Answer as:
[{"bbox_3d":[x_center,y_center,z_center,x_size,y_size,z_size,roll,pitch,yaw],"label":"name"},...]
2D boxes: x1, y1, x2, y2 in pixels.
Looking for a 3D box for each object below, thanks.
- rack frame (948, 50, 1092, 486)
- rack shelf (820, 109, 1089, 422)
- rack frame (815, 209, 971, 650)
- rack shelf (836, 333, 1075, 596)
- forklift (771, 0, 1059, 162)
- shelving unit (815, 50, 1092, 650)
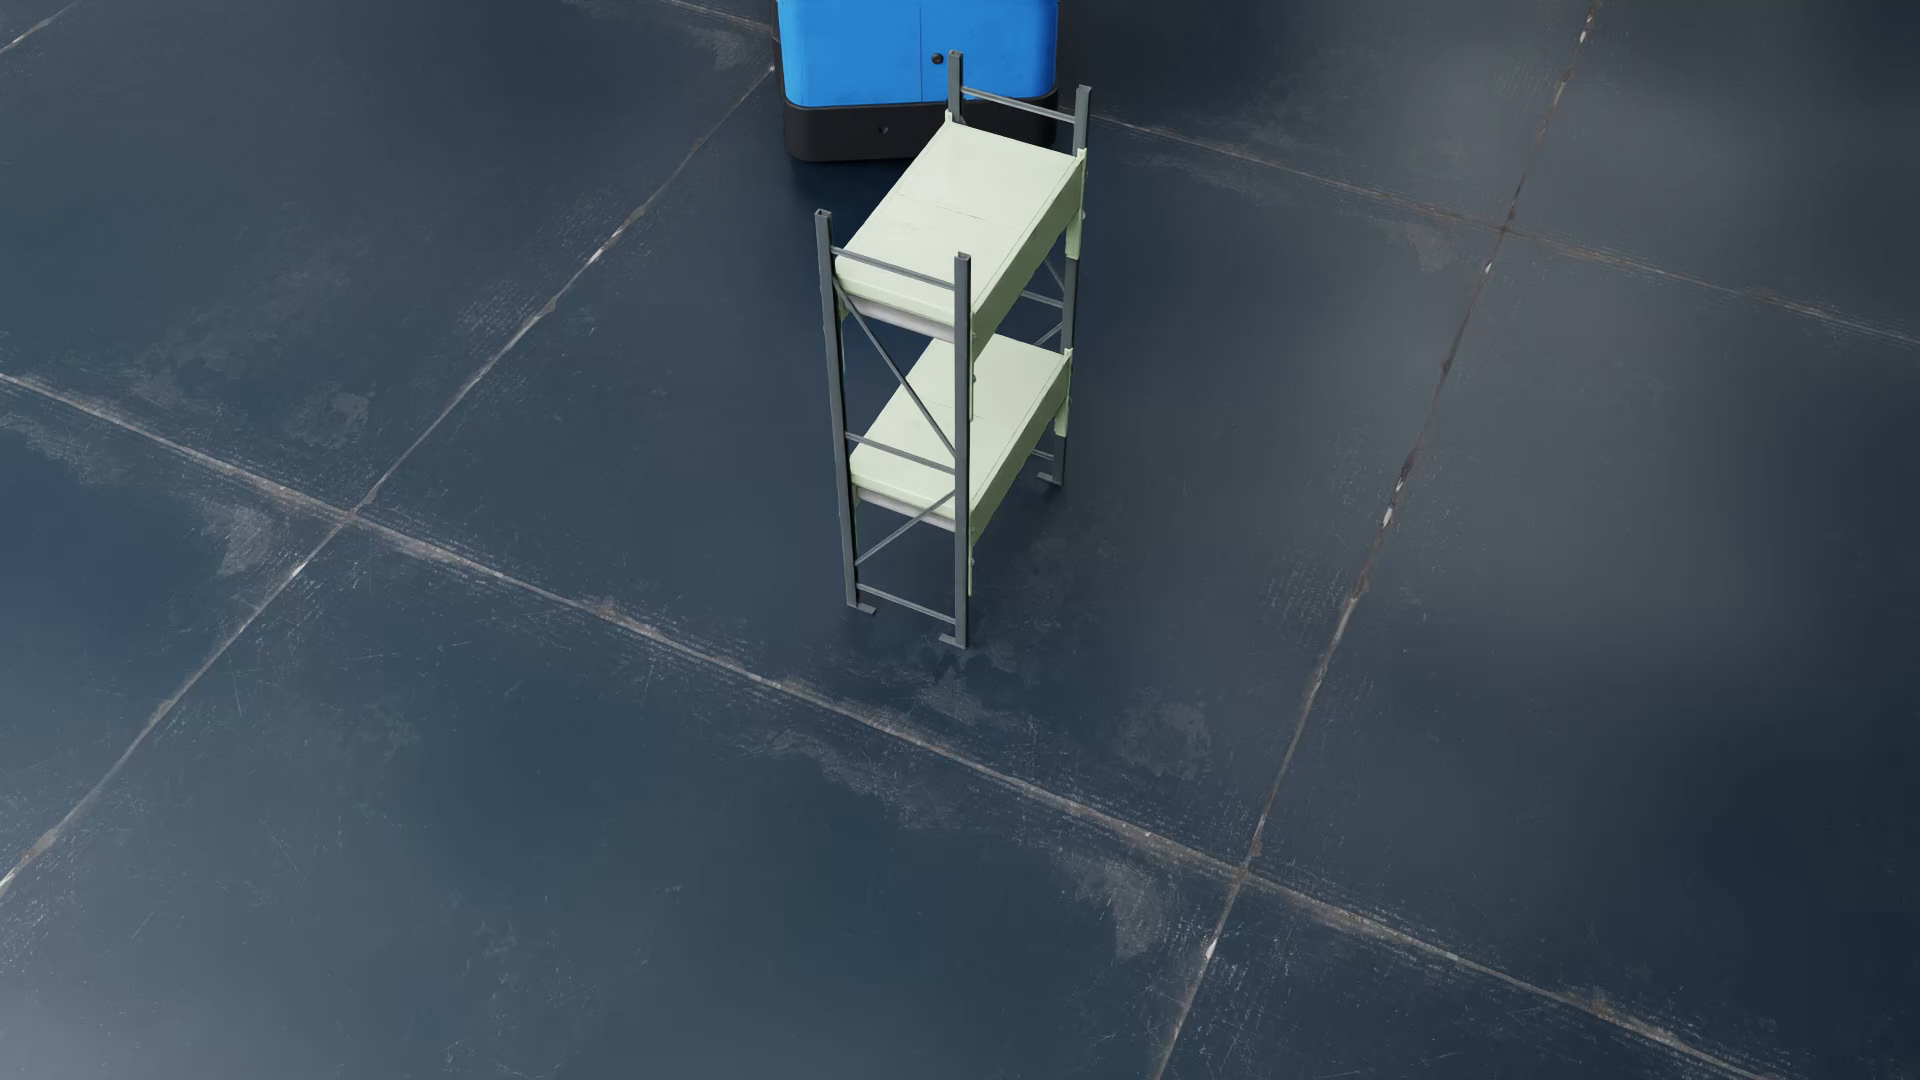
[{"bbox_3d":[0.154,-0.733,4.889,0.400,1.500,0.023,20,52,16],"label":"rack frame"},{"bbox_3d":[-0.003,-0.734,4.378,0.431,0.370,0.720,20,52,16],"label":"rack shelf"},{"bbox_3d":[-0.159,-0.229,4.460,0.400,1.500,0.023,20,52,16],"label":"rack frame"},{"bbox_3d":[-0.003,-0.270,4.923,0.431,0.370,0.720,20,52,16],"label":"rack shelf"},{"bbox_3d":[-0.252,-3.530,6.329,1.130,2.935,3.031,-3,50,-3],"label":"forklift"},{"bbox_3d":[-0.003,-0.481,4.675,0.431,1.500,0.755,20,52,16],"label":"shelving unit"}]
